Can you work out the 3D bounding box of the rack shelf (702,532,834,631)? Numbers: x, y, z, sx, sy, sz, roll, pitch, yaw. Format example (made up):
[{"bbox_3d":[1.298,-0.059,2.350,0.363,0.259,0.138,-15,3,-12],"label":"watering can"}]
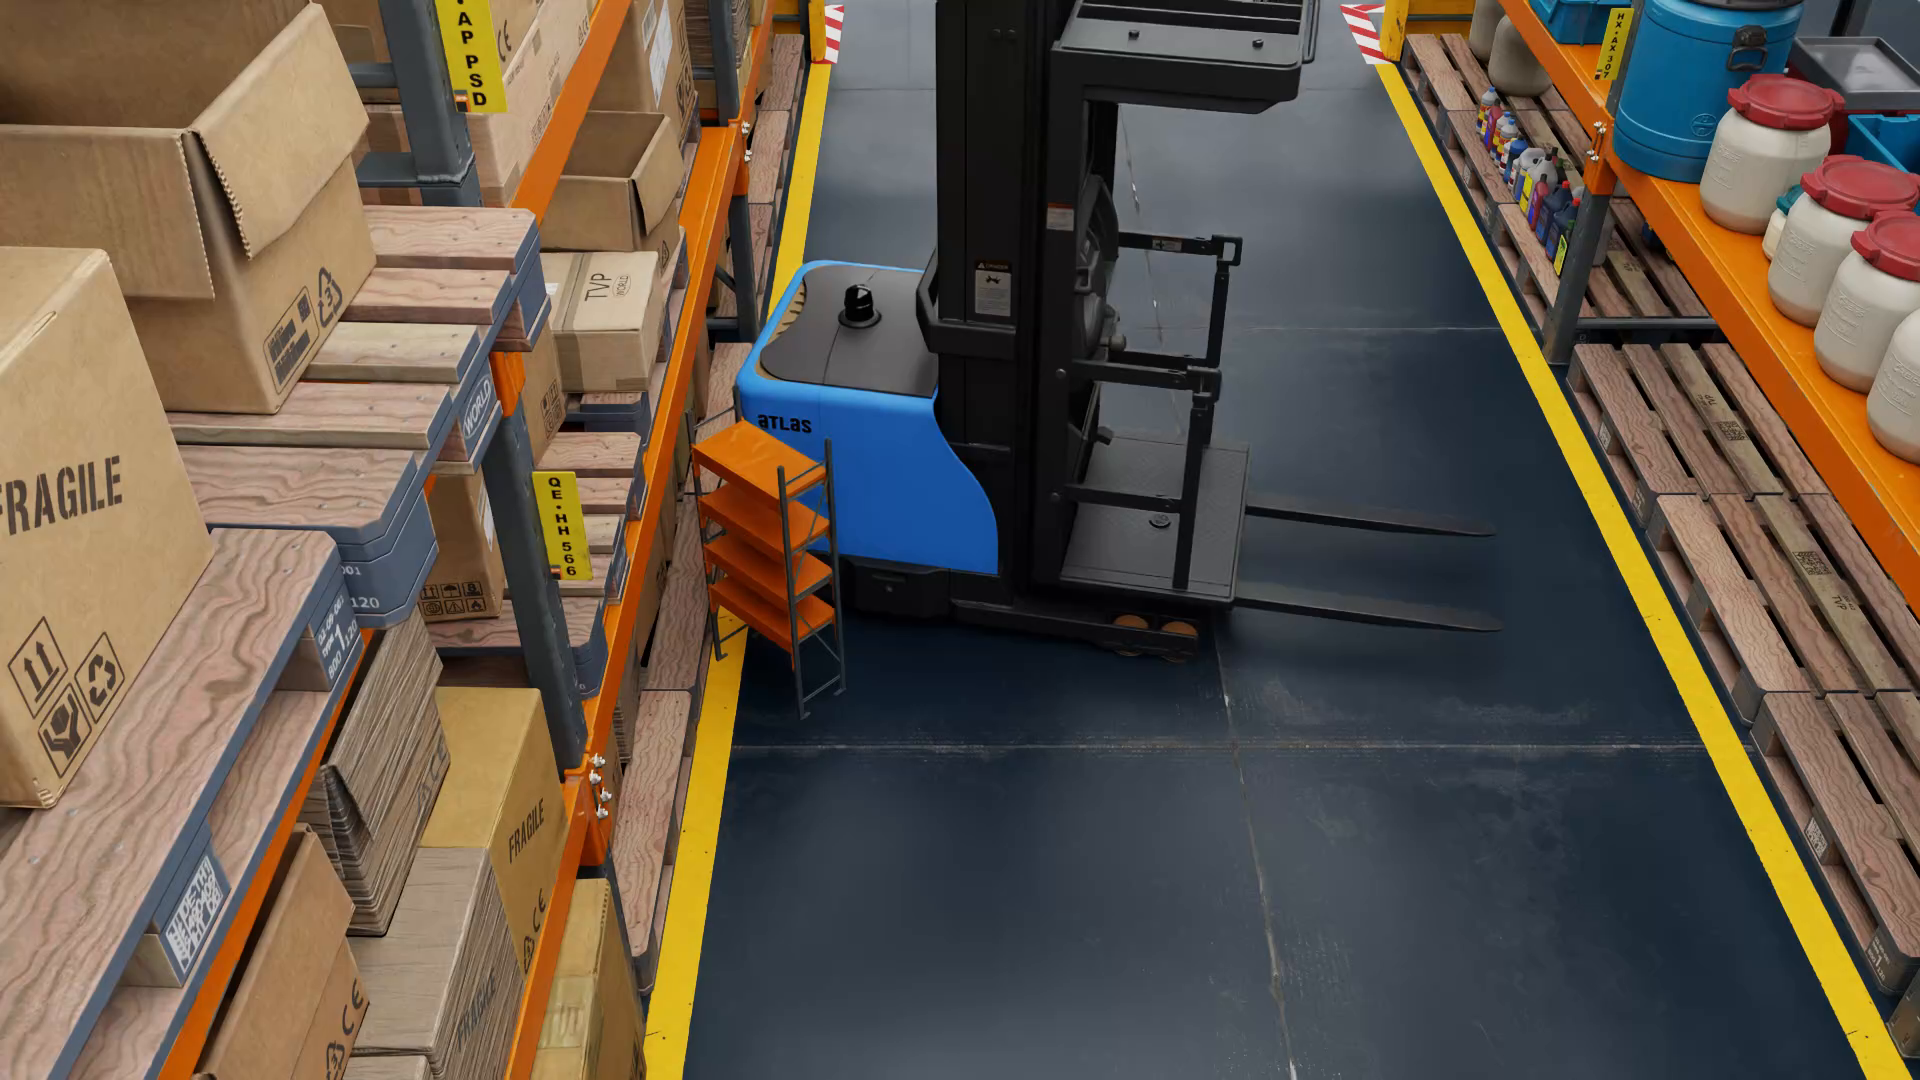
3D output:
[{"bbox_3d":[-0.712,0.117,6.252,0.480,0.148,0.258,31,48,32],"label":"rack shelf"}]

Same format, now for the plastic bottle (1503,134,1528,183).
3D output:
[{"bbox_3d":[3.135,-2.152,9.366,0.097,0.271,0.097,0,39,0],"label":"plastic bottle"}]

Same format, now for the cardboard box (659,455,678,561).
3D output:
[{"bbox_3d":[-1.543,-0.241,6.799,0.700,0.500,0.500,-3,39,-4],"label":"cardboard box"}]

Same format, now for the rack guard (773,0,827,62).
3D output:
[{"bbox_3d":[-1.509,-3.556,11.287,1.175,0.500,0.348,0,39,0],"label":"rack guard"}]

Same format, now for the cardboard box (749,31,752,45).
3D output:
[{"bbox_3d":[-1.219,-2.426,8.080,0.380,0.149,0.250,0,39,0],"label":"cardboard box"}]

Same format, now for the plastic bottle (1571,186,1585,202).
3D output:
[{"bbox_3d":[3.307,-1.728,8.834,0.152,0.276,0.135,0,39,0],"label":"plastic bottle"}]

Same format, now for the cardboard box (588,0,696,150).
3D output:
[{"bbox_3d":[-1.644,-1.978,6.504,1.000,1.000,1.000,0,39,0],"label":"cardboard box"}]

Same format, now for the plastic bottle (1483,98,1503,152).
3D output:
[{"bbox_3d":[3.116,-2.418,9.689,0.061,0.283,0.133,1,39,1],"label":"plastic bottle"}]

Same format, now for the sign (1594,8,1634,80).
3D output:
[{"bbox_3d":[2.898,-2.195,7.369,0.100,0.325,0.005,0,39,0],"label":"sign"}]

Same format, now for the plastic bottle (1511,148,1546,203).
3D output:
[{"bbox_3d":[3.163,-2.016,9.193,0.152,0.276,0.135,1,39,1],"label":"plastic bottle"}]

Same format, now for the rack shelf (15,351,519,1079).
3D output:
[{"bbox_3d":[-1.498,0.785,2.048,1.077,0.370,4.000,0,39,0],"label":"rack shelf"}]

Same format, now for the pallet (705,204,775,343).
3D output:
[{"bbox_3d":[-1.541,-1.409,8.839,1.003,0.211,1.213,0,39,0],"label":"pallet"}]

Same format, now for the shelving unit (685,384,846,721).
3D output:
[{"bbox_3d":[-0.712,0.065,6.210,0.503,1.200,0.258,31,48,32],"label":"shelving unit"}]

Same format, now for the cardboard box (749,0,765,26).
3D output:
[{"bbox_3d":[-1.409,-2.826,8.060,0.875,0.500,0.500,0,39,0],"label":"cardboard box"}]

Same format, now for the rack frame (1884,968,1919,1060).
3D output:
[{"bbox_3d":[3.453,0.421,4.326,1.000,3.000,0.127,0,39,0],"label":"rack frame"}]

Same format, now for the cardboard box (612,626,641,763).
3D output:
[{"bbox_3d":[-1.534,0.462,5.922,0.700,0.500,0.500,-3,39,-4],"label":"cardboard box"}]

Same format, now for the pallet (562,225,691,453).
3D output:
[{"bbox_3d":[-1.543,-0.739,5.927,1.003,0.211,1.213,0,39,0],"label":"pallet"}]

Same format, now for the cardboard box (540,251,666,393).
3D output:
[{"bbox_3d":[-1.272,-0.729,5.546,0.500,0.250,0.500,-1,39,-1],"label":"cardboard box"}]

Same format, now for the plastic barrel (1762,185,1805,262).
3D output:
[{"bbox_3d":[3.296,-1.199,6.458,0.301,0.262,0.301,0,39,0],"label":"plastic barrel"}]

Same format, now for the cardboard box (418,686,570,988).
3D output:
[{"bbox_3d":[-1.252,0.694,3.906,0.500,0.500,0.500,1,39,1],"label":"cardboard box"}]

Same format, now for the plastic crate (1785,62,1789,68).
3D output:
[{"bbox_3d":[3.575,-2.384,7.876,0.767,0.338,0.504,0,39,0],"label":"plastic crate"}]

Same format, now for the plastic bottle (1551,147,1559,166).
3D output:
[{"bbox_3d":[3.269,-2.019,9.191,0.061,0.283,0.133,0,39,0],"label":"plastic bottle"}]

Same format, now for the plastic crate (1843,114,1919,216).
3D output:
[{"bbox_3d":[3.761,-1.385,6.592,0.392,0.384,0.575,0,39,0],"label":"plastic crate"}]

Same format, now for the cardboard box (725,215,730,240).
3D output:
[{"bbox_3d":[-1.473,-1.874,8.853,0.500,0.500,0.500,12,40,14],"label":"cardboard box"}]

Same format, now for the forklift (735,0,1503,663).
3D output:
[{"bbox_3d":[0.695,-1.018,6.177,3.031,2.935,1.130,7,39,9],"label":"forklift"}]

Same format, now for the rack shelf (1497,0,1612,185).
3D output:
[{"bbox_3d":[3.446,-3.051,9.233,1.077,0.370,4.000,0,39,0],"label":"rack shelf"}]

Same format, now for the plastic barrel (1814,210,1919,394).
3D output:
[{"bbox_3d":[3.232,-0.806,5.748,0.433,0.535,0.433,0,39,0],"label":"plastic barrel"}]

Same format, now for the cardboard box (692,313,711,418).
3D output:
[{"bbox_3d":[-1.525,-0.889,7.608,0.700,0.500,0.500,-3,39,-4],"label":"cardboard box"}]

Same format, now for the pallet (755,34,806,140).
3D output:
[{"bbox_3d":[-1.544,-2.935,10.743,1.003,0.211,1.213,0,39,0],"label":"pallet"}]

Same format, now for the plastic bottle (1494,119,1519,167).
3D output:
[{"bbox_3d":[3.135,-2.278,9.524,0.097,0.271,0.097,0,39,0],"label":"plastic bottle"}]

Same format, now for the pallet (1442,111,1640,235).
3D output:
[{"bbox_3d":[3.485,-2.177,9.798,1.003,0.211,1.213,0,39,0],"label":"pallet"}]

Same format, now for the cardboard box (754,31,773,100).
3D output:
[{"bbox_3d":[-1.490,-3.003,10.261,0.500,0.500,0.500,10,40,12],"label":"cardboard box"}]

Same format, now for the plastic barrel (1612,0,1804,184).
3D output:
[{"bbox_3d":[3.146,-2.035,6.989,0.600,0.901,0.708,0,39,0],"label":"plastic barrel"}]

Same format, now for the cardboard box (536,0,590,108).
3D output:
[{"bbox_3d":[-1.246,-1.303,4.198,0.500,0.250,0.500,1,39,1],"label":"cardboard box"}]

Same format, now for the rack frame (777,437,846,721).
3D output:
[{"bbox_3d":[-0.534,0.170,6.079,0.015,1.200,0.240,31,48,32],"label":"rack frame"}]

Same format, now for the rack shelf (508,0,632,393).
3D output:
[{"bbox_3d":[-1.502,-1.716,5.170,1.077,0.370,4.000,0,39,0],"label":"rack shelf"}]

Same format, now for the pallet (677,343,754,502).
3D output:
[{"bbox_3d":[-1.502,-0.502,7.708,1.003,0.211,1.213,0,39,0],"label":"pallet"}]

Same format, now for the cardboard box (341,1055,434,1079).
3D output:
[{"bbox_3d":[-1.253,1.330,3.112,0.500,0.500,0.500,-1,39,-2],"label":"cardboard box"}]

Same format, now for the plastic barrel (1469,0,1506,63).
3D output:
[{"bbox_3d":[3.521,-3.364,10.702,0.421,0.512,0.421,0,39,0],"label":"plastic barrel"}]

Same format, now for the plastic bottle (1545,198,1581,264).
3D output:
[{"bbox_3d":[3.159,-1.621,8.641,0.144,0.351,0.185,-1,39,-1],"label":"plastic bottle"}]

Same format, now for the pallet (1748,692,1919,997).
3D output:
[{"bbox_3d":[3.491,1.024,5.803,1.003,0.211,1.213,0,39,0],"label":"pallet"}]

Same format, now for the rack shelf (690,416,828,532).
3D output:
[{"bbox_3d":[-0.712,-0.242,5.964,0.480,0.148,0.258,31,48,32],"label":"rack shelf"}]

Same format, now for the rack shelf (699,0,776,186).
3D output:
[{"bbox_3d":[-1.507,-3.047,9.229,1.077,0.370,4.000,0,39,0],"label":"rack shelf"}]

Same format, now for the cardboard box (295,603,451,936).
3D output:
[{"bbox_3d":[-1.515,0.451,3.406,0.797,0.503,0.637,1,39,1],"label":"cardboard box"}]

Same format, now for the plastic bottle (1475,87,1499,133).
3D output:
[{"bbox_3d":[3.134,-2.555,9.870,0.097,0.271,0.097,0,39,0],"label":"plastic bottle"}]

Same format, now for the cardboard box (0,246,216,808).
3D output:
[{"bbox_3d":[-1.338,-0.028,2.072,0.500,0.500,0.500,2,39,2],"label":"cardboard box"}]

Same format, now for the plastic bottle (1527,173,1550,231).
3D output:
[{"bbox_3d":[3.117,-1.817,8.939,0.061,0.283,0.133,2,39,3],"label":"plastic bottle"}]

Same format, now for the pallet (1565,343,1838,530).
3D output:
[{"bbox_3d":[3.488,-0.502,7.707,1.003,0.211,1.213,0,39,0],"label":"pallet"}]

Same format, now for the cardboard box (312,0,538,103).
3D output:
[{"bbox_3d":[-1.243,-1.274,3.563,0.500,0.500,0.500,0,39,0],"label":"cardboard box"}]

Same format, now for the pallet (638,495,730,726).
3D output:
[{"bbox_3d":[-1.498,0.263,6.753,1.003,0.211,1.213,0,39,0],"label":"pallet"}]

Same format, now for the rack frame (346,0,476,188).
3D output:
[{"bbox_3d":[-1.500,-1.917,2.446,1.000,3.000,0.127,0,39,0],"label":"rack frame"}]

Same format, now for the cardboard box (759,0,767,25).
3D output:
[{"bbox_3d":[-1.188,-2.739,8.470,0.380,0.149,0.250,0,39,0],"label":"cardboard box"}]

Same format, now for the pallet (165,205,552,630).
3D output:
[{"bbox_3d":[-1.446,-0.270,2.941,1.213,0.211,1.003,2,39,2],"label":"pallet"}]

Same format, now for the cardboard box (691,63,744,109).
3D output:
[{"bbox_3d":[-1.204,-2.114,7.690,0.380,0.149,0.250,0,39,0],"label":"cardboard box"}]

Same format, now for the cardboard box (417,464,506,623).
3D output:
[{"bbox_3d":[-1.541,-0.116,4.581,0.500,0.500,0.500,-5,39,-6],"label":"cardboard box"}]

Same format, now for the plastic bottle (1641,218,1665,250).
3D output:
[{"bbox_3d":[3.718,-1.724,8.769,0.144,0.351,0.185,0,39,0],"label":"plastic bottle"}]

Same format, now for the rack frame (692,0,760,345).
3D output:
[{"bbox_3d":[-1.505,-2.077,7.443,1.000,3.000,0.127,0,39,0],"label":"rack frame"}]
